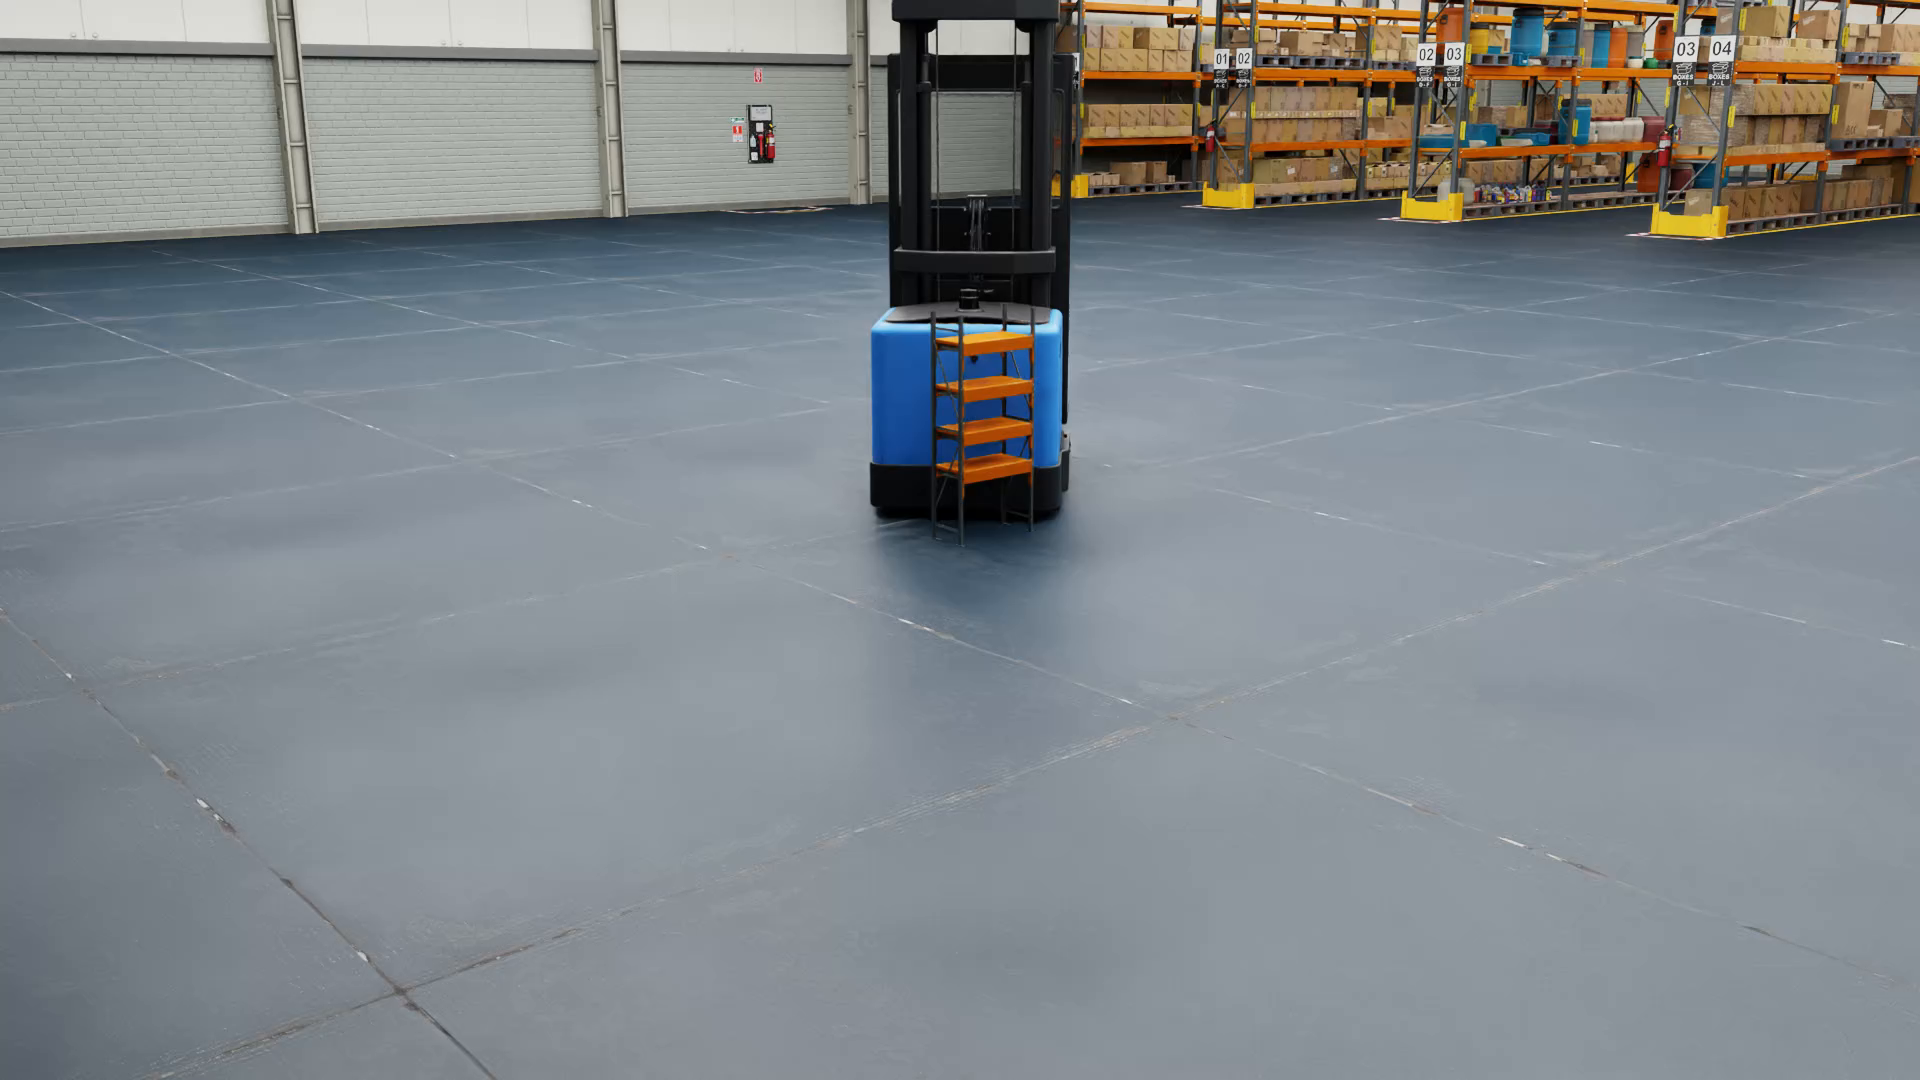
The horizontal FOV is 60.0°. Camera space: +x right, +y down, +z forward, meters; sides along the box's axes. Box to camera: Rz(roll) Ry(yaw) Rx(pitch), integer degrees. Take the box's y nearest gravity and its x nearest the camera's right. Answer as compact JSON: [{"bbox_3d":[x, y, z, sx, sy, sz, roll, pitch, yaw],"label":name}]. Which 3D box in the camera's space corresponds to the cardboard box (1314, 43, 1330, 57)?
[{"bbox_3d":[7.730,-10.725,36.364,0.500,0.311,0.500,-14,20,-42],"label":"cardboard box"}]

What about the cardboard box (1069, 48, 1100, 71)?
[{"bbox_3d":[2.835,-10.975,37.980,0.500,0.500,0.500,-12,19,-38],"label":"cardboard box"}]

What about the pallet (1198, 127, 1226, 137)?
[{"bbox_3d":[6.108,-10.146,41.293,1.213,0.211,1.003,-13,19,-39],"label":"pallet"}]

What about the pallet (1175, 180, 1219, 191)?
[{"bbox_3d":[6.022,-8.922,41.744,1.213,0.211,1.003,-13,19,-39],"label":"pallet"}]

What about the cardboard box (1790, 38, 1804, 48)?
[{"bbox_3d":[14.144,-8.478,28.384,0.250,0.149,0.380,-12,19,-37],"label":"cardboard box"}]

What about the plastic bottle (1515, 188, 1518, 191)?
[{"bbox_3d":[11.059,-6.850,32.995,0.133,0.283,0.061,-13,19,-39],"label":"plastic bottle"}]

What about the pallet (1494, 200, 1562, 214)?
[{"bbox_3d":[11.405,-6.756,33.633,1.213,0.211,1.003,-13,19,-39],"label":"pallet"}]

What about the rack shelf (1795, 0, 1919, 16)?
[{"bbox_3d":[16.699,-9.941,30.698,4.000,0.370,1.077,-13,19,-39],"label":"rack shelf"}]

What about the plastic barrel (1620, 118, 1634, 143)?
[{"bbox_3d":[14.003,-8.653,35.116,0.421,0.512,0.421,0,15,0],"label":"plastic barrel"}]

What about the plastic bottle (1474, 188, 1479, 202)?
[{"bbox_3d":[10.227,-6.862,33.051,0.135,0.276,0.152,-12,19,-39],"label":"plastic bottle"}]

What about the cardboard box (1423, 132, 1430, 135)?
[{"bbox_3d":[10.783,-9.503,39.001,0.250,0.149,0.380,-11,18,-35],"label":"cardboard box"}]

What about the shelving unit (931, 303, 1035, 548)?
[{"bbox_3d":[0.120,-0.603,8.681,0.503,1.200,0.258,-12,19,-38],"label":"shelving unit"}]

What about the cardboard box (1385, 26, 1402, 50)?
[{"bbox_3d":[9.596,-11.313,37.503,0.500,0.500,0.500,-10,18,-34],"label":"cardboard box"}]

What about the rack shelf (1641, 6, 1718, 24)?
[{"bbox_3d":[16.465,-11.583,36.845,4.000,0.370,1.077,-13,19,-39],"label":"rack shelf"}]

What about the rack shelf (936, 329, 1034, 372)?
[{"bbox_3d":[0.120,-0.982,8.580,0.480,0.148,0.258,-12,19,-38],"label":"rack shelf"}]

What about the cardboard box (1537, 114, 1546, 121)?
[{"bbox_3d":[14.934,-10.712,42.846,0.500,0.500,0.500,-12,19,-38],"label":"cardboard box"}]

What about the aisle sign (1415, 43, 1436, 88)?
[{"bbox_3d":[8.672,-8.833,30.968,0.004,0.787,0.394,-13,19,-39],"label":"aisle sign"}]

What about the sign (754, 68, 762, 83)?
[{"bbox_3d":[-4.109,-9.457,33.851,0.199,0.298,0.001,-13,19,-39],"label":"sign"}]

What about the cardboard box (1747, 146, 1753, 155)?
[{"bbox_3d":[13.119,-6.572,28.028,0.250,0.149,0.380,-13,19,-39],"label":"cardboard box"}]

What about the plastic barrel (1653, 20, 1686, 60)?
[{"bbox_3d":[15.387,-10.842,36.067,0.708,0.830,0.600,-13,19,-39],"label":"plastic barrel"}]

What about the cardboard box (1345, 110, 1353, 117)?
[{"bbox_3d":[8.438,-9.406,36.701,0.250,0.149,0.380,-13,20,-41],"label":"cardboard box"}]

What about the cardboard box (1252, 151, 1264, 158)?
[{"bbox_3d":[7.473,-9.966,42.785,0.500,0.250,0.500,-12,19,-38],"label":"cardboard box"}]

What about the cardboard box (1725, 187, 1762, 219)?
[{"bbox_3d":[13.568,-5.875,28.962,0.500,0.500,0.500,-10,18,-34],"label":"cardboard box"}]

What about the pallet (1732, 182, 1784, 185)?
[{"bbox_3d":[19.424,-8.557,40.375,1.213,0.211,1.003,-13,19,-39],"label":"pallet"}]

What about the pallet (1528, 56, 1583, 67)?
[{"bbox_3d":[11.459,-9.425,32.778,1.003,0.211,1.213,-13,19,-39],"label":"pallet"}]

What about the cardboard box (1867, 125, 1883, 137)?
[{"bbox_3d":[17.127,-7.725,31.305,0.258,0.266,0.396,-13,20,-41],"label":"cardboard box"}]

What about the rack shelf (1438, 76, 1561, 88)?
[{"bbox_3d":[13.217,-11.292,40.793,4.000,0.370,1.077,-13,19,-39],"label":"rack shelf"}]

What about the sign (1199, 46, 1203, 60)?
[{"bbox_3d":[5.798,-11.732,40.045,0.005,0.325,0.100,-13,19,-39],"label":"sign"}]

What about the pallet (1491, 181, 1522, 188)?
[{"bbox_3d":[13.216,-8.829,41.394,1.213,0.211,1.003,-13,19,-39],"label":"pallet"}]

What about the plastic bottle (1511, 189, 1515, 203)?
[{"bbox_3d":[10.828,-6.747,32.631,0.097,0.271,0.097,0,15,0],"label":"plastic bottle"}]

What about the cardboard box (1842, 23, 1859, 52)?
[{"bbox_3d":[15.610,-9.007,29.831,0.637,0.503,0.797,-14,20,-42],"label":"cardboard box"}]

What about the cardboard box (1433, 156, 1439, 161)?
[{"bbox_3d":[13.269,-10.857,47.615,0.500,0.500,0.700,-13,20,-41],"label":"cardboard box"}]

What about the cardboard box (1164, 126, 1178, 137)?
[{"bbox_3d":[4.896,-9.853,40.075,0.500,0.250,0.500,-13,19,-39],"label":"cardboard box"}]

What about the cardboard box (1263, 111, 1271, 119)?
[{"bbox_3d":[6.308,-8.928,34.909,0.250,0.149,0.380,-13,20,-41],"label":"cardboard box"}]

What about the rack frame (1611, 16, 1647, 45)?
[{"bbox_3d":[17.743,-14.105,44.118,0.127,3.000,1.000,-13,19,-39],"label":"rack frame"}]

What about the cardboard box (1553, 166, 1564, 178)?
[{"bbox_3d":[15.184,-9.471,42.754,0.500,0.311,0.500,-13,19,-39],"label":"cardboard box"}]

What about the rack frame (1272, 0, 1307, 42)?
[{"bbox_3d":[8.453,-13.713,42.652,0.127,3.000,1.000,-13,19,-39],"label":"rack frame"}]

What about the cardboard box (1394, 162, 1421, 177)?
[{"bbox_3d":[10.325,-8.601,38.566,0.500,0.311,0.500,-12,19,-38],"label":"cardboard box"}]

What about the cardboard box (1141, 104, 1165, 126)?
[{"bbox_3d":[4.522,-10.128,39.652,0.500,0.500,0.500,-13,20,-41],"label":"cardboard box"}]

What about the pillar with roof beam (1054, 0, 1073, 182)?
[{"bbox_3d":[5.204,-11.807,35.515,0.400,9.000,9.100,-13,19,-39],"label":"pillar with roof beam"}]

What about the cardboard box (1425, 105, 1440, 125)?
[{"bbox_3d":[12.987,-11.974,47.184,0.700,0.700,0.980,-14,20,-42],"label":"cardboard box"}]

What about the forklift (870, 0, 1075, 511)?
[{"bbox_3d":[0.138,-1.904,10.200,1.130,2.935,3.031,1,15,4],"label":"forklift"}]

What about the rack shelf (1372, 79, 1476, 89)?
[{"bbox_3d":[12.980,-12.933,46.937,4.000,0.370,1.077,-13,19,-39],"label":"rack shelf"}]

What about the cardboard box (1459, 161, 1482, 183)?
[{"bbox_3d":[12.239,-8.878,40.165,0.500,0.500,0.500,-12,19,-37],"label":"cardboard box"}]

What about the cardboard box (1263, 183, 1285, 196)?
[{"bbox_3d":[6.598,-7.504,35.543,0.500,0.250,0.500,-13,19,-39],"label":"cardboard box"}]

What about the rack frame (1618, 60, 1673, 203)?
[{"bbox_3d":[14.957,-8.886,36.206,0.127,3.000,1.000,-13,19,-39],"label":"rack frame"}]

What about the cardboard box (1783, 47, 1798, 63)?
[{"bbox_3d":[13.857,-8.236,28.248,0.500,0.250,0.500,-12,19,-38],"label":"cardboard box"}]

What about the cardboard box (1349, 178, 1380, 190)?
[{"bbox_3d":[9.157,-8.068,37.657,0.500,0.250,0.500,-13,20,-41],"label":"cardboard box"}]

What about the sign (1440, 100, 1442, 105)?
[{"bbox_3d":[14.129,-12.736,48.786,0.005,0.325,0.100,-13,19,-39],"label":"sign"}]

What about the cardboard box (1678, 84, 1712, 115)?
[{"bbox_3d":[12.426,-7.383,27.871,0.500,0.500,0.500,-13,19,-39],"label":"cardboard box"}]

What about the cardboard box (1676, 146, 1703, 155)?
[{"bbox_3d":[12.252,-6.534,27.886,0.250,0.149,0.380,-13,19,-39],"label":"cardboard box"}]

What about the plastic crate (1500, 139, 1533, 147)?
[{"bbox_3d":[10.880,-7.757,32.489,0.437,0.136,0.530,-13,19,-39],"label":"plastic crate"}]

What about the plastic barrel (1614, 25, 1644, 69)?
[{"bbox_3d":[14.195,-10.481,35.391,0.600,0.901,0.600,0,15,0],"label":"plastic barrel"}]

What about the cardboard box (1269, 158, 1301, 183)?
[{"bbox_3d":[6.968,-7.953,35.772,0.500,0.500,0.500,-13,19,-39],"label":"cardboard box"}]

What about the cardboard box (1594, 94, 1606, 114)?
[{"bbox_3d":[16.432,-11.348,43.288,0.500,0.500,0.500,-12,19,-38],"label":"cardboard box"}]

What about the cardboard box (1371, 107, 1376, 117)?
[{"bbox_3d":[10.910,-11.479,45.102,0.500,0.500,0.500,-12,19,-39],"label":"cardboard box"}]

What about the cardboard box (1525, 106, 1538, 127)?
[{"bbox_3d":[14.221,-10.743,42.151,0.700,0.500,0.500,8,17,28],"label":"cardboard box"}]
